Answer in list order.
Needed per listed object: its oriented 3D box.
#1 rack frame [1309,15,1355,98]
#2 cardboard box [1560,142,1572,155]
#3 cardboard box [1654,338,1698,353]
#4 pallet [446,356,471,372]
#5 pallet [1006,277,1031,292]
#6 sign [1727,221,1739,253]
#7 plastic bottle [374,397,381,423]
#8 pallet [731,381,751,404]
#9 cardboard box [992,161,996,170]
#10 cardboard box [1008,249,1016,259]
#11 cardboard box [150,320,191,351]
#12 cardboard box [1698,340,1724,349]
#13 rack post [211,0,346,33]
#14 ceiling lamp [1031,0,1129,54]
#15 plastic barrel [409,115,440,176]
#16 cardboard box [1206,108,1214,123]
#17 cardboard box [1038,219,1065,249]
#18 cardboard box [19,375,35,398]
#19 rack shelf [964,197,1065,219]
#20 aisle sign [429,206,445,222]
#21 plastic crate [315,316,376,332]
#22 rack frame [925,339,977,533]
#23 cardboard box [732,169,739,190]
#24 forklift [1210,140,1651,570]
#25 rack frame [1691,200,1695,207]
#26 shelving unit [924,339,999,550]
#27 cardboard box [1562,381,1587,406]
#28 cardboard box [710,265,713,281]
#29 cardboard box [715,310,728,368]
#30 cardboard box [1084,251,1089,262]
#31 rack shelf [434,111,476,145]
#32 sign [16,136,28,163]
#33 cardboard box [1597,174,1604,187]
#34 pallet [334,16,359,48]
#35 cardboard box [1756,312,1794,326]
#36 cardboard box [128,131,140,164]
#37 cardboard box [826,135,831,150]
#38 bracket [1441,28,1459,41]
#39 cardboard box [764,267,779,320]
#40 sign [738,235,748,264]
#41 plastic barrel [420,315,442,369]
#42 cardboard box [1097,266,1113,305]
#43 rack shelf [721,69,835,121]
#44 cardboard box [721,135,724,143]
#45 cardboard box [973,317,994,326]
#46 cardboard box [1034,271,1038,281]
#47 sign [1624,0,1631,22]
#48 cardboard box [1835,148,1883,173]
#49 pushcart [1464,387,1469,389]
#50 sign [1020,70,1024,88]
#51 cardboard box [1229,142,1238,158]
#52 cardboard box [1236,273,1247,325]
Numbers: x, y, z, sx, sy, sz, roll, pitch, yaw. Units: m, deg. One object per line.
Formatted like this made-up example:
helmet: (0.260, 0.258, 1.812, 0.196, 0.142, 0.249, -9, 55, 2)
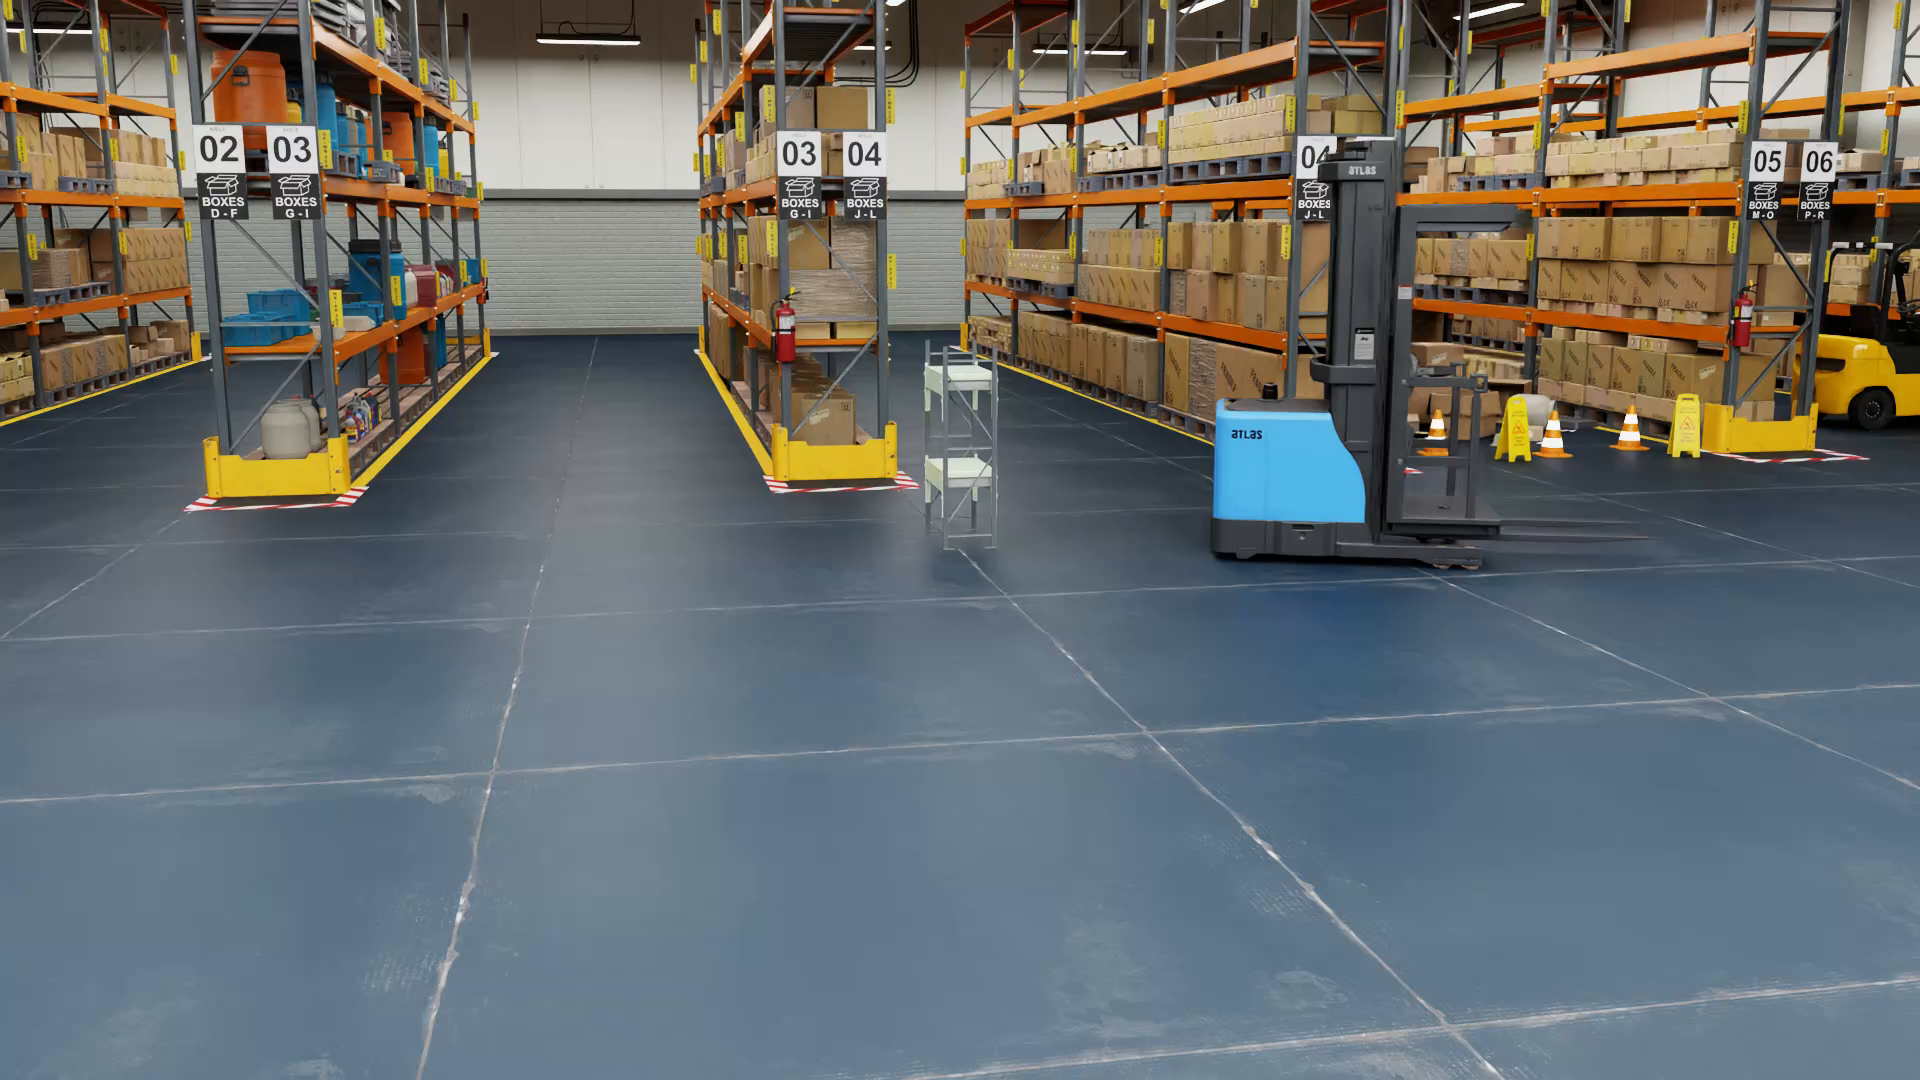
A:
rack frame: (6.208, -7.574, 28.421, 1.000, 3.000, 0.127, -2, 11, -11)
cardboard box: (7.584, -4.785, 20.331, 0.380, 0.149, 0.250, -2, 11, -9)
cardboard box: (7.993, -2.171, 18.569, 0.380, 0.149, 0.250, -2, 11, -9)
pallet: (-8.553, -2.850, 27.104, 1.003, 0.211, 1.213, -2, 11, -11)
pallet: (1.378, -4.188, 27.193, 1.003, 0.211, 1.213, -2, 11, -11)
sign: (7.993, -3.133, 17.195, 0.100, 0.325, 0.005, -2, 11, -11)
plastic bottle: (-6.398, -1.424, 18.246, 0.061, 0.283, 0.133, -2, 11, -8)
pallet: (-2.585, -2.019, 22.742, 1.003, 0.211, 1.213, -2, 11, -11)
cardboard box: (0.766, -6.553, 29.079, 0.380, 0.149, 0.250, -2, 11, -11)
cardboard box: (0.997, -4.714, 27.400, 0.380, 0.149, 0.250, -2, 11, -8)
cardboard box: (-13.662, -3.538, 28.770, 0.500, 0.500, 0.500, -2, 11, -11)
cardboard box: (11.962, -2.999, 25.659, 0.875, 0.625, 0.625, -2, 11, -9)
rack post: (-6.060, -4.730, 14.818, 0.937, 0.300, 0.954, -1, 11, -5)
ceiling lamp: (2.529, -11.579, 33.853, 2.000, 3.185, 0.800, -2, 11, -11)
plastic barrel: (-7.890, -5.705, 24.161, 0.600, 0.901, 0.708, -2, 11, -11)
cardboard box: (2.914, -4.646, 18.208, 0.380, 0.149, 0.250, -2, 11, -11)
cardboard box: (1.523, -5.206, 28.290, 0.500, 0.500, 0.500, -2, 11, -10)
cardboard box: (-12.111, -1.941, 21.103, 0.500, 0.250, 0.500, -2, 11, -10)
rack shelf: (0.983, -5.915, 29.653, 1.077, 0.370, 4.000, -2, 11, -11)
aisle sign: (-9.455, -6.099, 29.767, 0.394, 0.787, 0.004, -2, 11, -11)
plastic crate: (-6.251, -2.201, 16.942, 0.530, 0.136, 0.437, -2, 11, -11)
rack frame: (-0.070, -0.803, 12.903, 0.400, 1.500, 0.023, -2, 11, -11)
cardboard box: (-2.685, -4.649, 21.478, 0.500, 0.250, 0.500, -2, 11, -10)
forklift: (3.361, -1.338, 11.886, 3.031, 2.935, 1.130, 2, 11, 8)
rack frame: (11.854, -4.074, 26.080, 1.000, 3.000, 0.127, -2, 11, -11)
shelving unit: (0.001, -0.736, 12.550, 0.431, 1.500, 0.755, -2, 11, -11)
cardboard box: (7.728, -1.799, 20.359, 0.500, 0.250, 0.500, -1, 11, -8)
cardboard box: (-3.857, -4.410, 27.450, 0.500, 0.250, 0.500, -2, 11, -12)
cardboard box: (-3.015, -2.986, 24.923, 1.225, 0.875, 0.875, -2, 11, -11)
cardboard box: (2.101, -4.304, 25.247, 0.380, 0.149, 0.250, -3, 11, -13)
rack shelf: (-8.761, -6.850, 27.613, 1.077, 0.370, 4.000, -2, 11, -11)
sign: (-11.907, -4.958, 21.107, 0.100, 0.325, 0.005, -2, 11, -11)
cardboard box: (7.787, -4.255, 19.680, 0.380, 0.149, 0.250, -2, 11, -13)
pallet: (-6.387, -4.902, 15.961, 1.003, 0.211, 1.213, -2, 11, -11)
cardboard box: (8.678, -2.372, 17.809, 0.380, 0.149, 0.250, -2, 11, -11)
cardboard box: (-13.425, -6.197, 26.267, 0.700, 0.500, 0.500, -2, 11, -11)
cardboard box: (-1.132, -3.813, 16.020, 0.380, 0.149, 0.250, -2, 11, -12)
bracket: (10.390, -10.695, 35.194, 0.235, 0.232, 0.430, -2, 11, -11)
cardboard box: (-1.474, -2.450, 16.483, 0.875, 0.500, 0.500, -2, 11, -11)
sign: (-2.501, -3.347, 19.162, 0.100, 0.325, 0.005, -2, 11, -11)
plastic barrel: (-8.145, -3.031, 25.090, 0.600, 0.901, 0.708, -2, 11, -11)
cardboard box: (2.172, -3.466, 22.616, 0.500, 0.500, 0.500, -2, 11, -11)
rack shelf: (-2.346, -5.563, 20.851, 1.077, 0.370, 4.000, -2, 11, -11)
cardboard box: (-3.690, -6.585, 27.588, 0.500, 0.250, 0.500, -3, 11, -15)
cardboard box: (0.457, -4.054, 30.886, 0.380, 0.149, 0.250, -2, 11, -11)
cardboard box: (1.359, -4.087, 25.693, 0.380, 0.149, 0.250, -2, 11, -9)
sign: (8.299, -6.621, 20.704, 0.100, 0.325, 0.005, -2, 11, -11)
cardboard box: (12.252, -5.150, 22.556, 0.500, 0.311, 0.500, -2, 11, -13)
pushcart: (5.537, -1.779, 21.035, 1.648, 0.377, 0.936, -6, 13, -31)
sign: (1.142, -8.662, 31.217, 0.100, 0.325, 0.005, -2, 11, -11)
cardboard box: (3.062, -4.114, 17.550, 0.380, 0.149, 0.250, -2, 11, -11)
cardboard box: (3.475, -2.575, 17.800, 0.875, 0.550, 0.550, -2, 11, -11)
